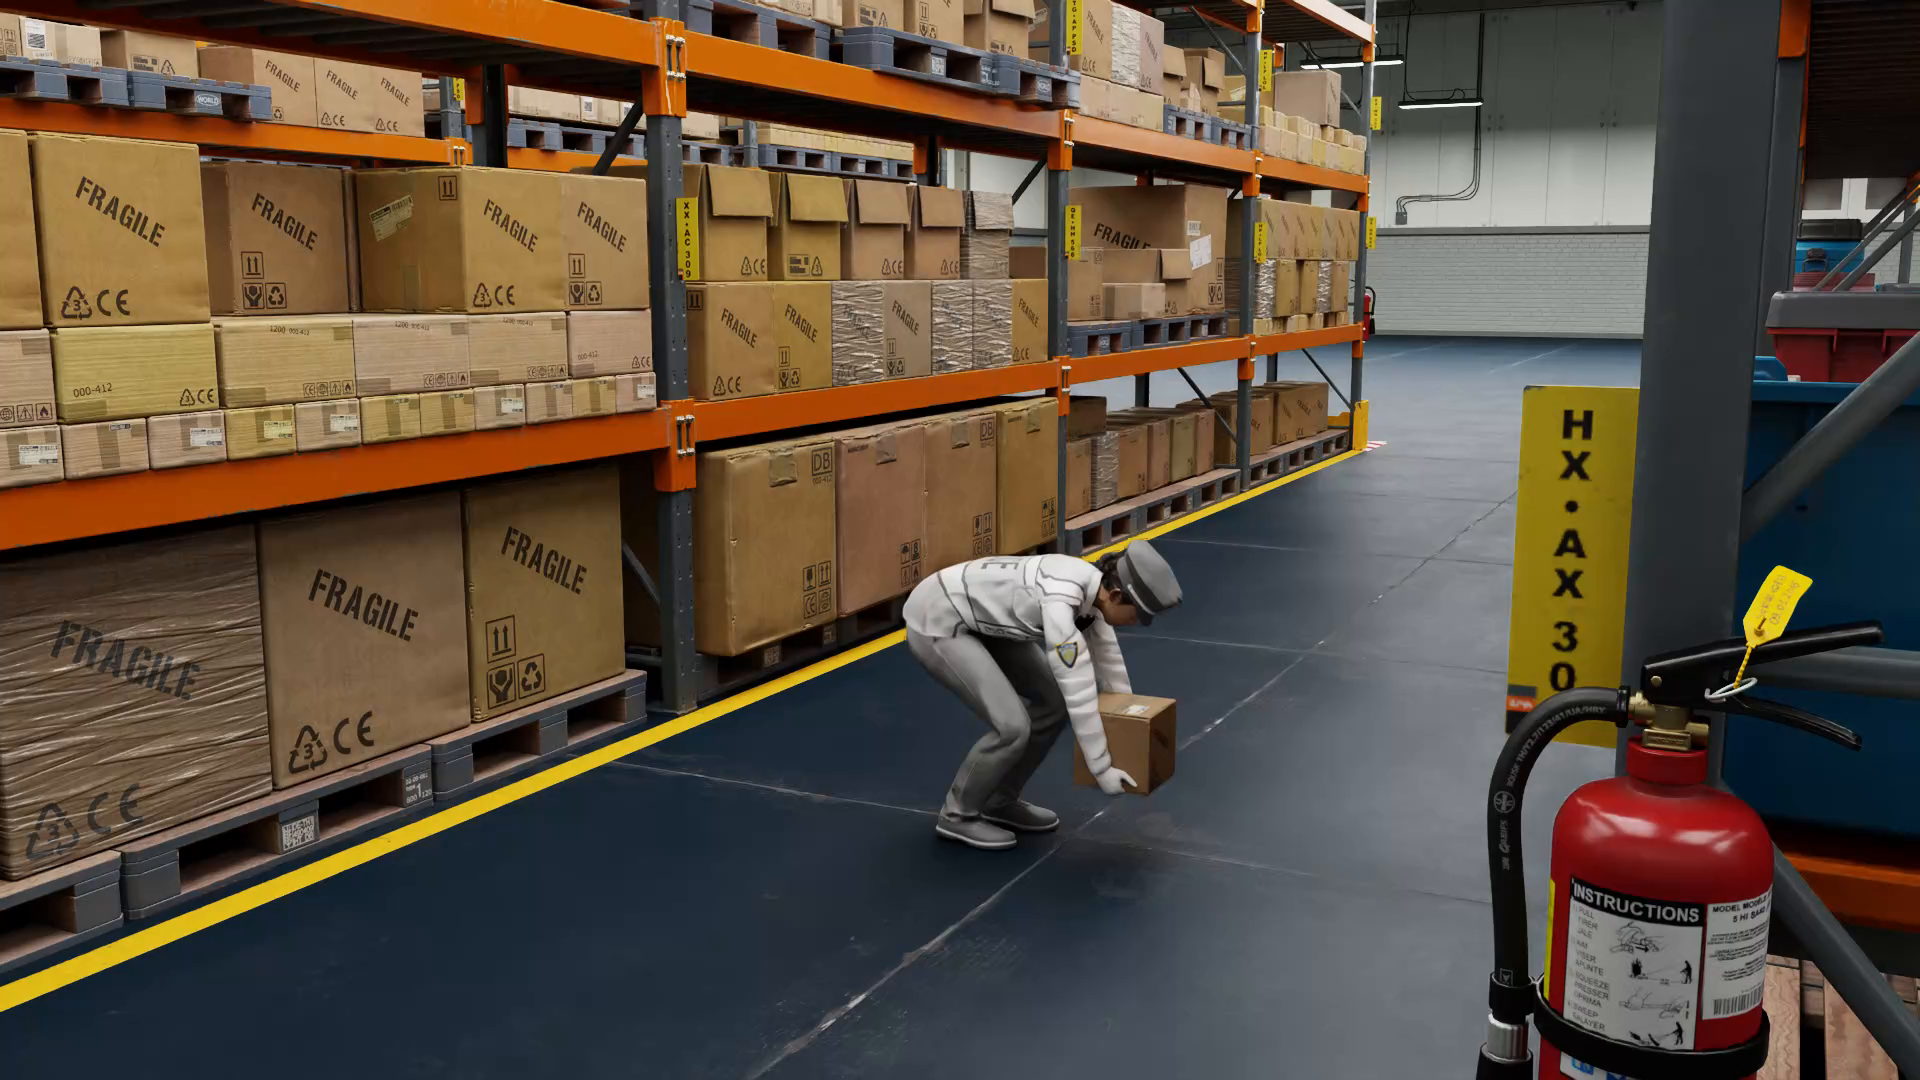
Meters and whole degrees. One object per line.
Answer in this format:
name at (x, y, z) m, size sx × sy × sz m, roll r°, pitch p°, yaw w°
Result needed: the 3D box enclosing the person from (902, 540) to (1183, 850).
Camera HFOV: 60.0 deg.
person at (0.263, 0.486, 5.396) m, size 0.920 × 1.018 × 0.447 m, roll 4°, pitch 10°, yaw 23°
